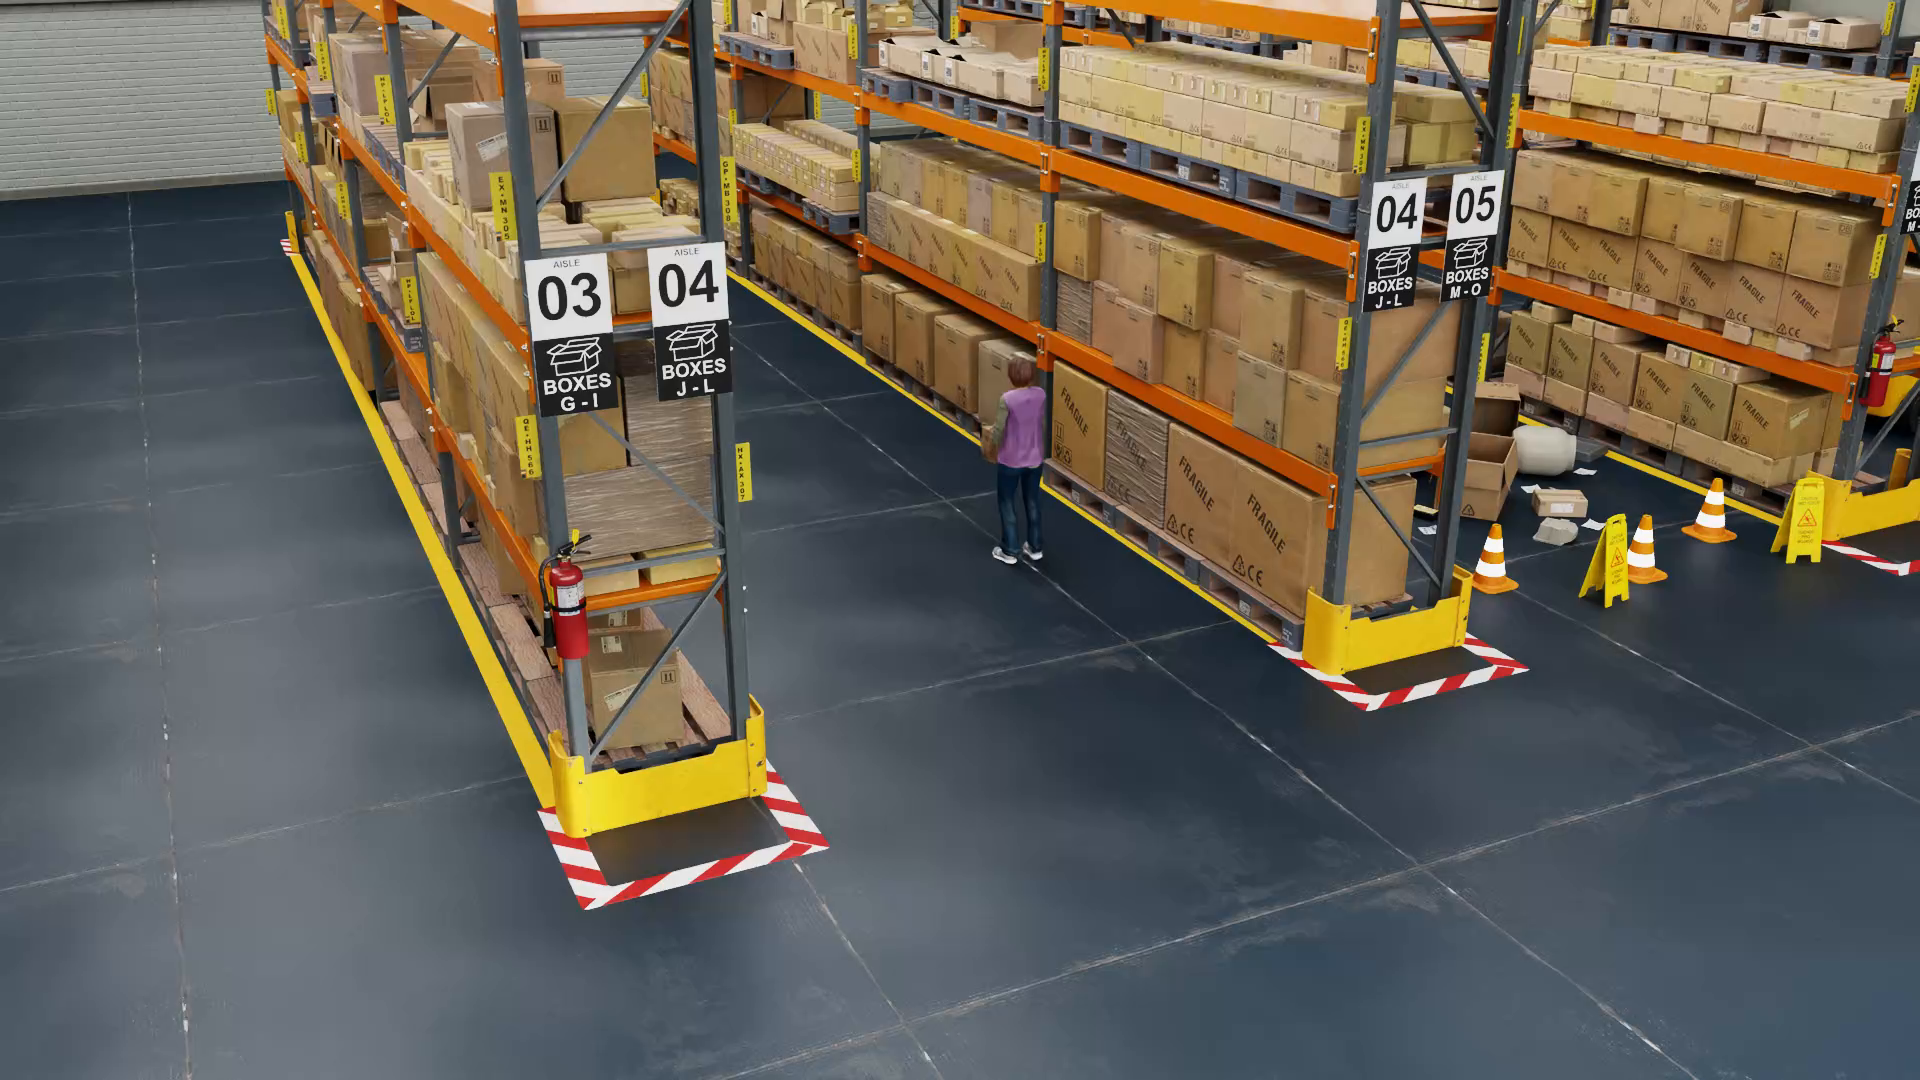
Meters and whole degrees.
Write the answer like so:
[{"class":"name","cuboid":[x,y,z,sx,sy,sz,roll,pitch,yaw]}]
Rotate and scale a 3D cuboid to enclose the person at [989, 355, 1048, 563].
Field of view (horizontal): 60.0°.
[{"class":"person","cuboid":[0.436,-0.594,12.432,0.464,1.593,0.347,-11,25,-24]}]
